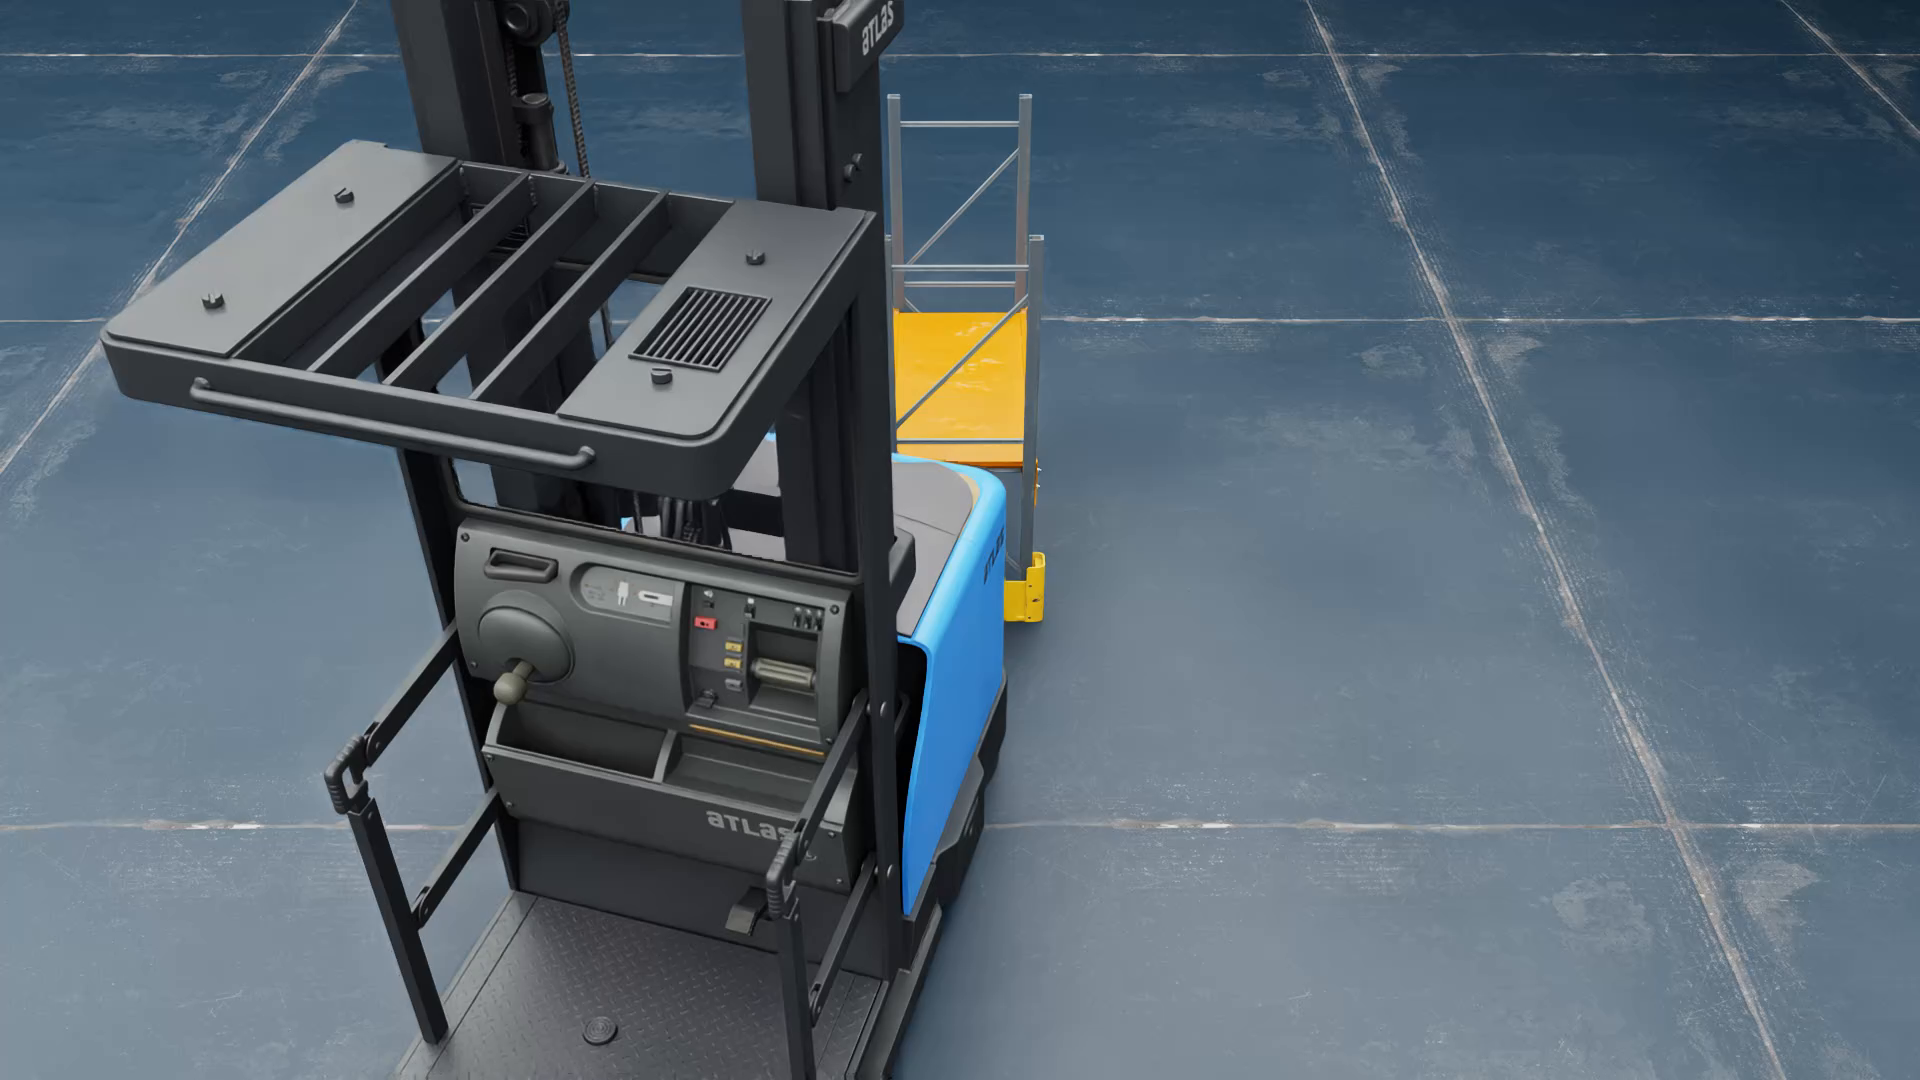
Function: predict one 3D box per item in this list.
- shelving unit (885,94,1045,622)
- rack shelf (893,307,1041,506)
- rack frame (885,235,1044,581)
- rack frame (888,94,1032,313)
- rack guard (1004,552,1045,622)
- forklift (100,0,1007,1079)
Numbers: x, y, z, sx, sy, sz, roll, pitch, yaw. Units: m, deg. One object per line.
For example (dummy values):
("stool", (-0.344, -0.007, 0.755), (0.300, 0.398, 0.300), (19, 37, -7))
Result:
("shelving unit", (0.000, -0.633, 5.840), (0.587, 1.500, 1.083), (0, 39, 0))
("rack shelf", (0.000, -0.498, 5.960), (0.538, 0.185, 1.000), (0, 39, 0))
("rack frame", (0.000, -0.321, 5.451), (0.500, 1.500, 0.032), (0, 39, 0))
("rack frame", (-0.001, -0.957, 6.244), (0.500, 1.500, 0.032), (0, 39, 0))
("rack guard", (0.000, 0.166, 5.843), (0.587, 0.250, 0.087), (0, 39, 0))
("forklift", (-0.755, 0.296, 3.537), (1.130, 2.935, 3.031), (10, 40, 13))
